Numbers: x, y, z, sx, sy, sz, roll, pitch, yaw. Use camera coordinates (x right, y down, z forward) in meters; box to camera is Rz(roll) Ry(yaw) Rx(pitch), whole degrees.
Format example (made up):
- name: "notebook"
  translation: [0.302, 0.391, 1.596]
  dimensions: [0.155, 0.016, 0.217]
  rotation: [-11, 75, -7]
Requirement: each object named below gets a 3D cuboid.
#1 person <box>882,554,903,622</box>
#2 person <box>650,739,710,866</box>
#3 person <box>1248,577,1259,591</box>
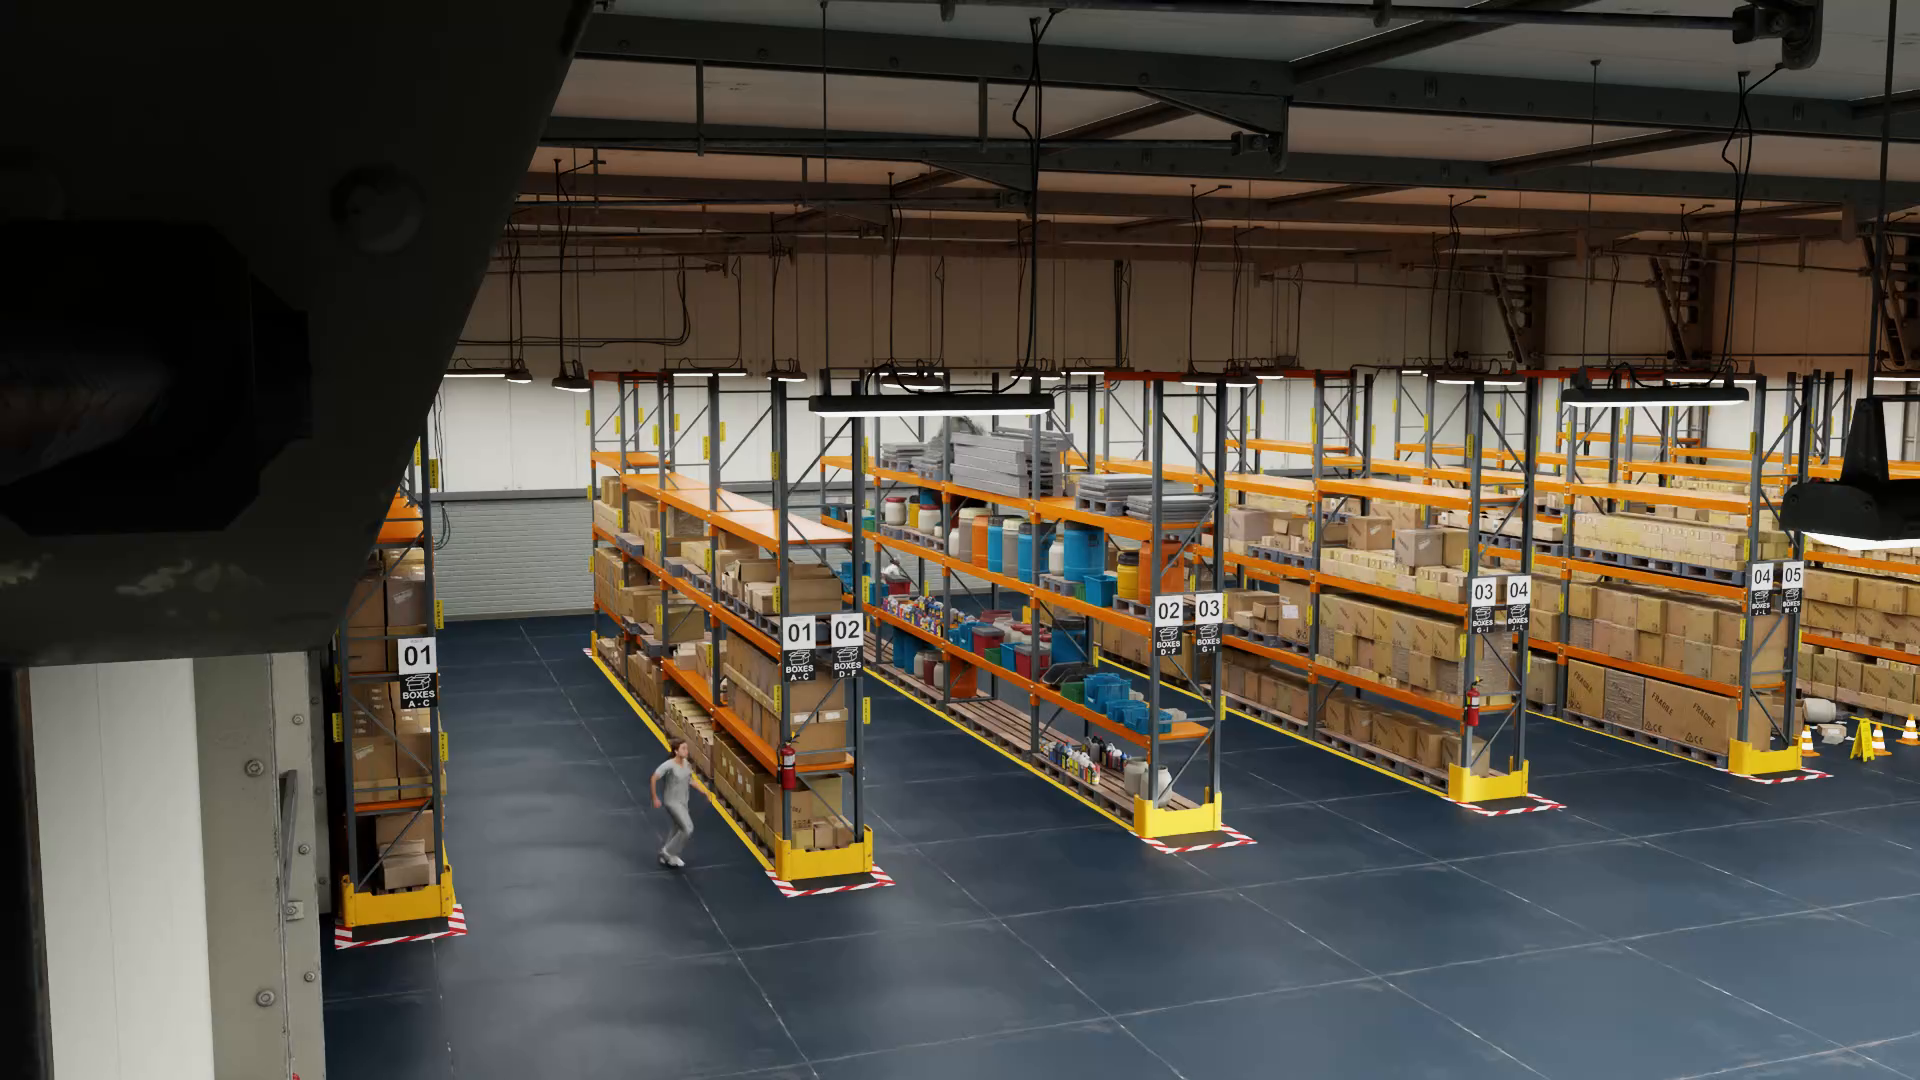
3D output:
- name: "person"
  translation: [-1.582, 1.147, 39.032]
  dimensions: [0.867, 1.644, 0.617]
  rotation: [1, 6, 11]
- name: "person"
  translation: [-3.471, 3.242, 20.464]
  dimensions: [0.685, 1.615, 0.602]
  rotation: [3, 7, 28]
- name: "person"
  translation: [7.411, 0.700, 42.917]
  dimensions: [0.598, 1.681, 0.911]
  rotation: [5, 8, 39]
